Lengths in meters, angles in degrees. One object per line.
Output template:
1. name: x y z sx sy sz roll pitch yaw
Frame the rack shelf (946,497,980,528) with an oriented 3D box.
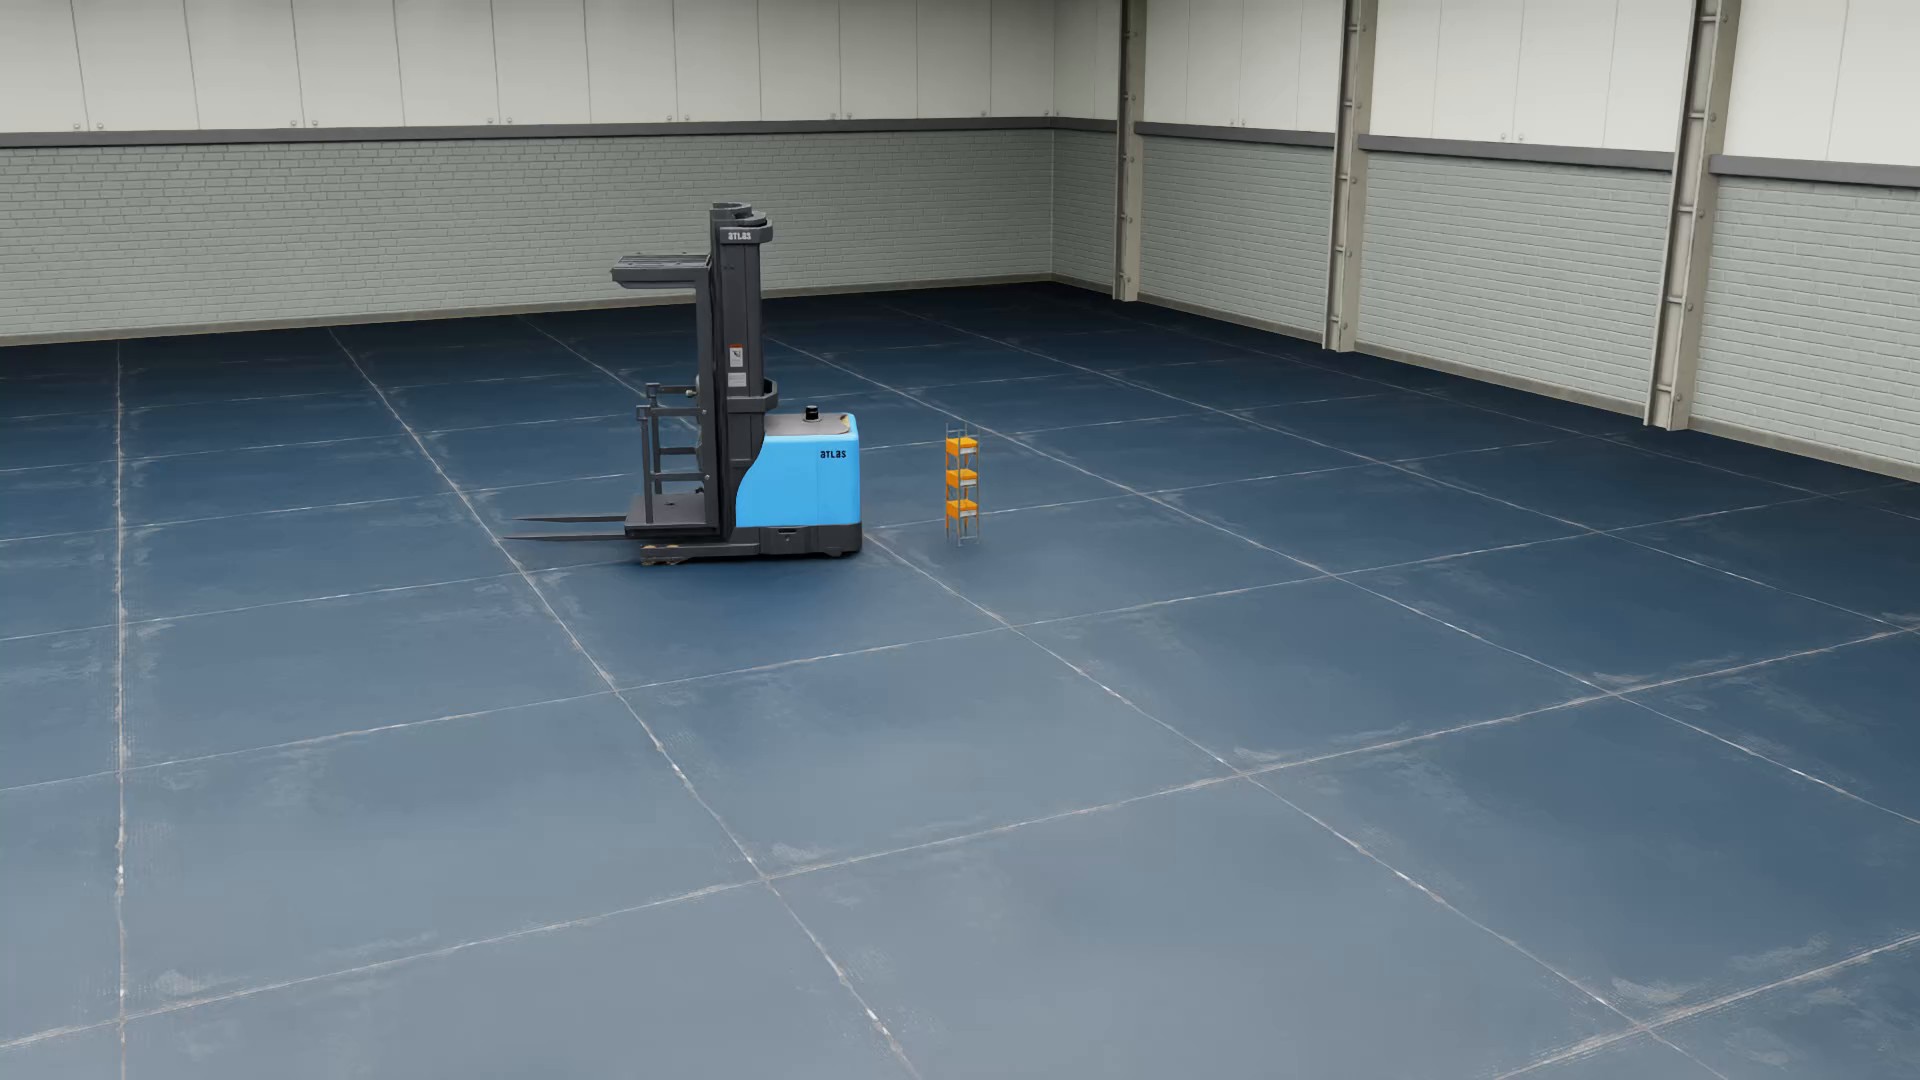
1. rack shelf: 0.023 -0.214 14.639 0.215 0.259 0.240 -8 18 -25

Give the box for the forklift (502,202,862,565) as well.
1. forklift: -2.387 -1.349 14.137 3.031 2.935 1.130 -2 16 -5

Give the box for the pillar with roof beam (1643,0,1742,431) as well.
1. pillar with roof beam: 4.346 -5.126 16.298 9.100 9.000 0.400 -8 18 -25

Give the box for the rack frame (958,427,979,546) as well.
1. rack frame: 0.077 -0.461 14.454 0.200 1.050 0.008 -8 18 -25

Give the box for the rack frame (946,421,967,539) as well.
1. rack frame: -0.030 -0.522 14.665 0.200 1.050 0.008 -8 18 -25

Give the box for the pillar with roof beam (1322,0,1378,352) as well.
1. pillar with roof beam: 1.718 -6.613 21.483 9.100 9.000 0.400 -8 18 -25

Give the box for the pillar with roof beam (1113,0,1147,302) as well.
1. pillar with roof beam: -0.911 -8.101 26.667 9.100 9.000 0.400 -8 18 -25

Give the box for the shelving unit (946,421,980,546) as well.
1. shelving unit: 0.023 -0.491 14.560 0.215 1.050 0.252 -8 18 -25

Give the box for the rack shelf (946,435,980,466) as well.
1. rack shelf: 0.023 -0.754 14.484 0.215 0.259 0.240 -8 18 -25

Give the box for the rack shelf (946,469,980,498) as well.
1. rack shelf: 0.023 -0.481 14.563 0.215 0.259 0.240 -8 18 -25
